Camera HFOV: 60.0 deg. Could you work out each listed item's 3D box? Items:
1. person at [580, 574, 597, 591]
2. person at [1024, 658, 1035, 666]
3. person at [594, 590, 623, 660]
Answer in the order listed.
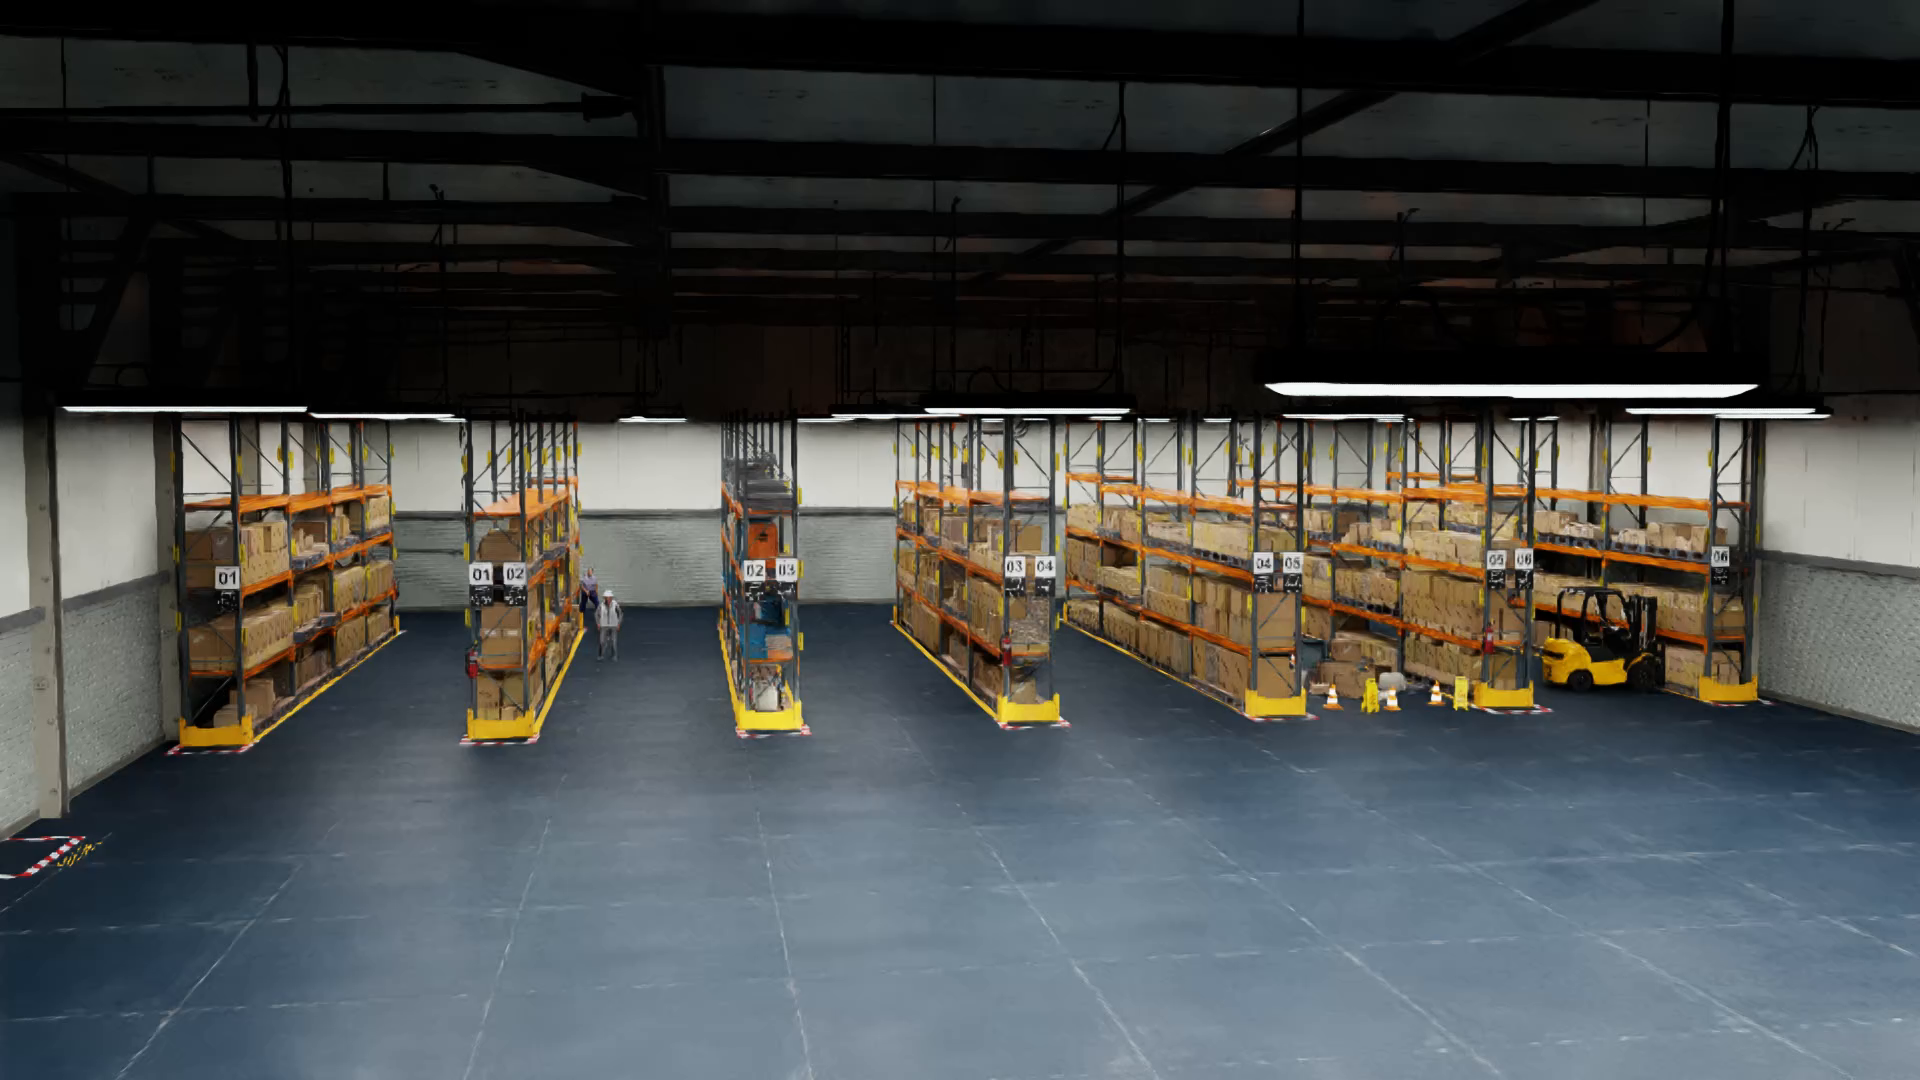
[{"bbox_3d":[-10.747,1.230,48.134,0.559,0.542,0.351,-2,5,-29],"label":"person"},{"bbox_3d":[1.621,2.083,39.371,0.439,1.786,0.563,-3,5,-35],"label":"person"},{"bbox_3d":[-8.503,2.063,40.230,0.676,1.726,0.574,-1,4,-12],"label":"person"}]
